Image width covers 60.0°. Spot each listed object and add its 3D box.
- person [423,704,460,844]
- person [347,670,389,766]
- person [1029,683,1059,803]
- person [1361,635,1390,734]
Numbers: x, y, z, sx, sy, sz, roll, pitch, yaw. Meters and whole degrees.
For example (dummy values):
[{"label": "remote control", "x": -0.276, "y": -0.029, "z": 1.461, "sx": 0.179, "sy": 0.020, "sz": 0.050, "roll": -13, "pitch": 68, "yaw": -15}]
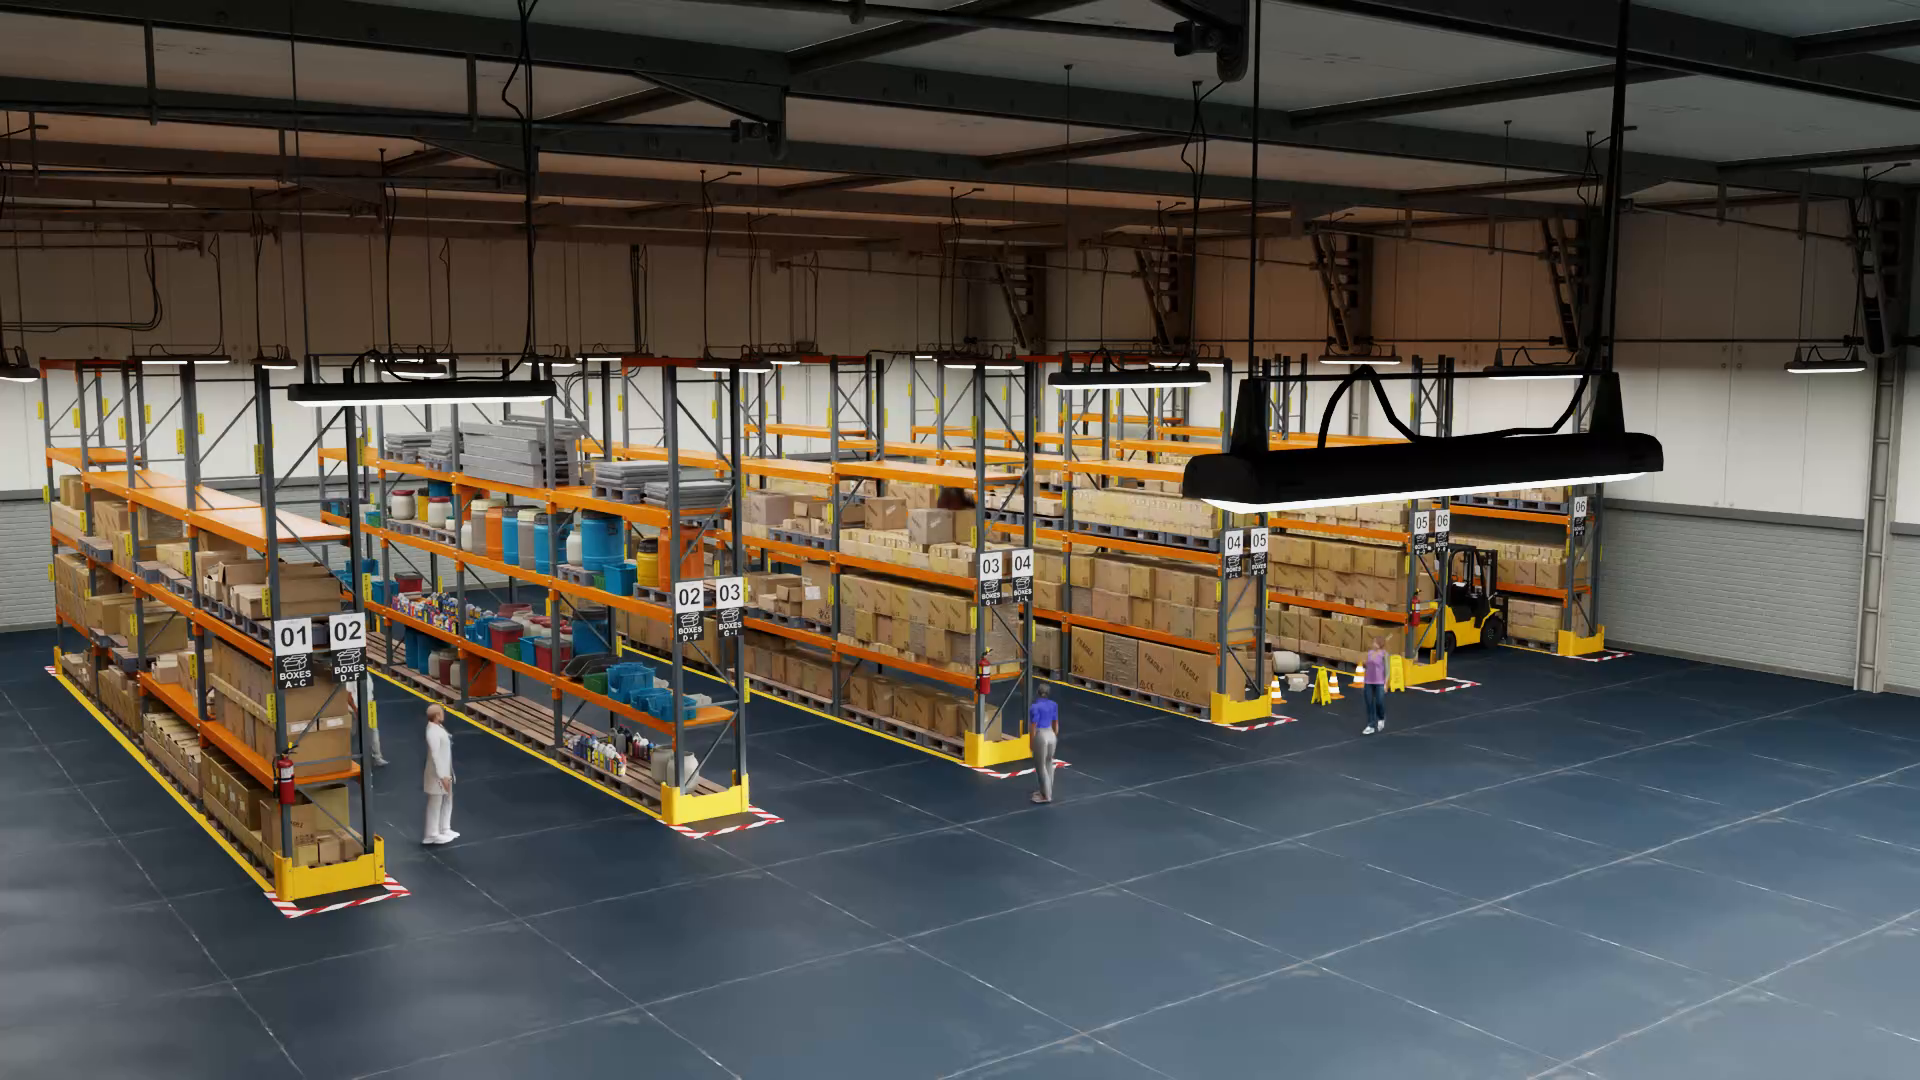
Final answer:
[{"label": "person", "x": -6.570, "y": 2.954, "z": 20.993, "sx": 0.455, "sy": 1.800, "sz": 0.656, "roll": 0, "pitch": 7, "yaw": 0}, {"label": "person", "x": -8.939, "y": 2.503, "z": 24.771, "sx": 0.513, "sy": 1.727, "sz": 1.002, "roll": -7, "pitch": 9, "yaw": -43}, {"label": "person", "x": 1.115, "y": 2.768, "z": 22.935, "sx": 0.482, "sy": 1.671, "sz": 0.493, "roll": -6, "pitch": 9, "yaw": -39}, {"label": "person", "x": 6.678, "y": 2.330, "z": 26.733, "sx": 0.449, "sy": 1.574, "sz": 0.411, "roll": 3, "pitch": 8, "yaw": 27}]
